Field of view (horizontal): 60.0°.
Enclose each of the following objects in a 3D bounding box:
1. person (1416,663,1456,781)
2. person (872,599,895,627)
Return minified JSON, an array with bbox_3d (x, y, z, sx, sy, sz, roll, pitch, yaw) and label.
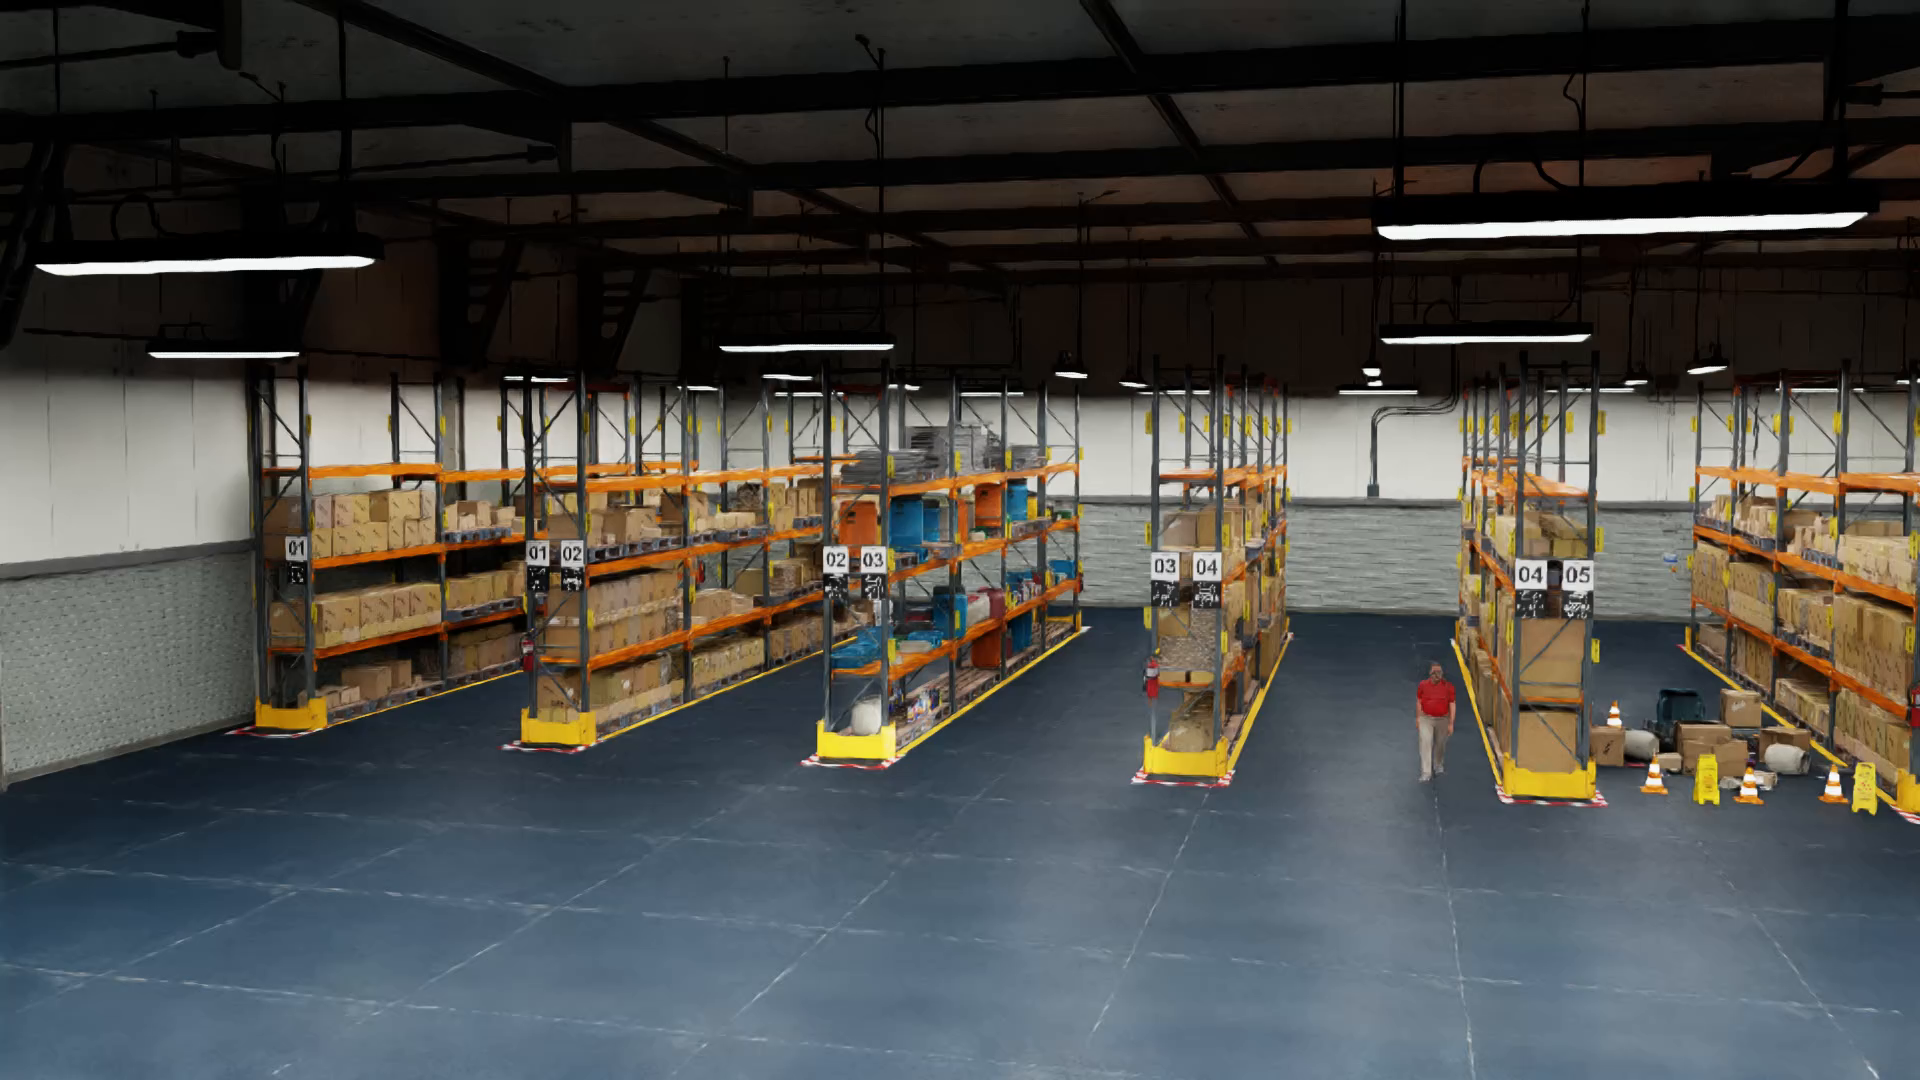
[{"bbox_3d":[6.717,2.545,23.460,0.540,1.646,1.130,1,4,12],"label":"person"},{"bbox_3d":[-1.624,1.777,35.032,0.456,1.587,1.088,1,4,17],"label":"person"}]
